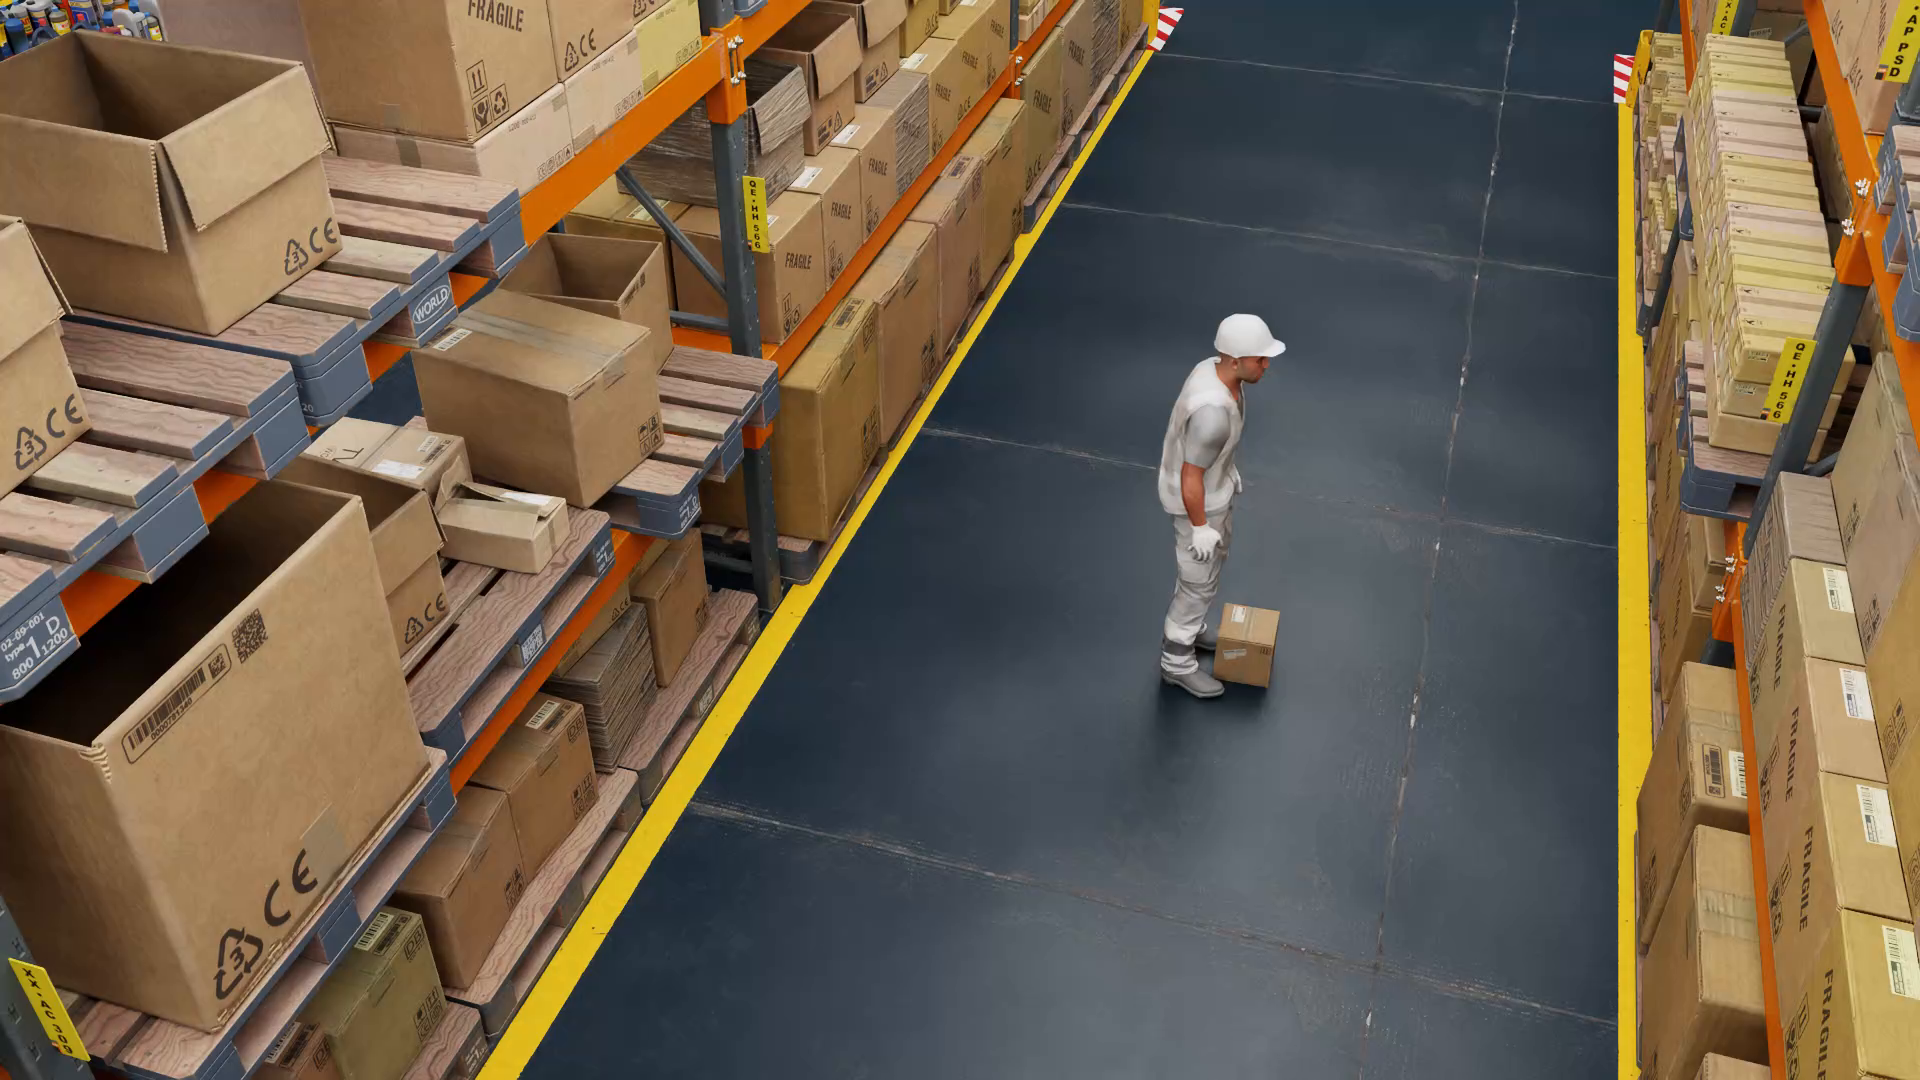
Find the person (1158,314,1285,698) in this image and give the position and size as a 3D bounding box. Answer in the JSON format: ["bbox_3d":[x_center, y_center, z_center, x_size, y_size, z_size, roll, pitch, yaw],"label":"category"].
[{"bbox_3d":[1.072,-0.168,7.105,0.448,1.779,0.609,11,38,14],"label":"person"}]
